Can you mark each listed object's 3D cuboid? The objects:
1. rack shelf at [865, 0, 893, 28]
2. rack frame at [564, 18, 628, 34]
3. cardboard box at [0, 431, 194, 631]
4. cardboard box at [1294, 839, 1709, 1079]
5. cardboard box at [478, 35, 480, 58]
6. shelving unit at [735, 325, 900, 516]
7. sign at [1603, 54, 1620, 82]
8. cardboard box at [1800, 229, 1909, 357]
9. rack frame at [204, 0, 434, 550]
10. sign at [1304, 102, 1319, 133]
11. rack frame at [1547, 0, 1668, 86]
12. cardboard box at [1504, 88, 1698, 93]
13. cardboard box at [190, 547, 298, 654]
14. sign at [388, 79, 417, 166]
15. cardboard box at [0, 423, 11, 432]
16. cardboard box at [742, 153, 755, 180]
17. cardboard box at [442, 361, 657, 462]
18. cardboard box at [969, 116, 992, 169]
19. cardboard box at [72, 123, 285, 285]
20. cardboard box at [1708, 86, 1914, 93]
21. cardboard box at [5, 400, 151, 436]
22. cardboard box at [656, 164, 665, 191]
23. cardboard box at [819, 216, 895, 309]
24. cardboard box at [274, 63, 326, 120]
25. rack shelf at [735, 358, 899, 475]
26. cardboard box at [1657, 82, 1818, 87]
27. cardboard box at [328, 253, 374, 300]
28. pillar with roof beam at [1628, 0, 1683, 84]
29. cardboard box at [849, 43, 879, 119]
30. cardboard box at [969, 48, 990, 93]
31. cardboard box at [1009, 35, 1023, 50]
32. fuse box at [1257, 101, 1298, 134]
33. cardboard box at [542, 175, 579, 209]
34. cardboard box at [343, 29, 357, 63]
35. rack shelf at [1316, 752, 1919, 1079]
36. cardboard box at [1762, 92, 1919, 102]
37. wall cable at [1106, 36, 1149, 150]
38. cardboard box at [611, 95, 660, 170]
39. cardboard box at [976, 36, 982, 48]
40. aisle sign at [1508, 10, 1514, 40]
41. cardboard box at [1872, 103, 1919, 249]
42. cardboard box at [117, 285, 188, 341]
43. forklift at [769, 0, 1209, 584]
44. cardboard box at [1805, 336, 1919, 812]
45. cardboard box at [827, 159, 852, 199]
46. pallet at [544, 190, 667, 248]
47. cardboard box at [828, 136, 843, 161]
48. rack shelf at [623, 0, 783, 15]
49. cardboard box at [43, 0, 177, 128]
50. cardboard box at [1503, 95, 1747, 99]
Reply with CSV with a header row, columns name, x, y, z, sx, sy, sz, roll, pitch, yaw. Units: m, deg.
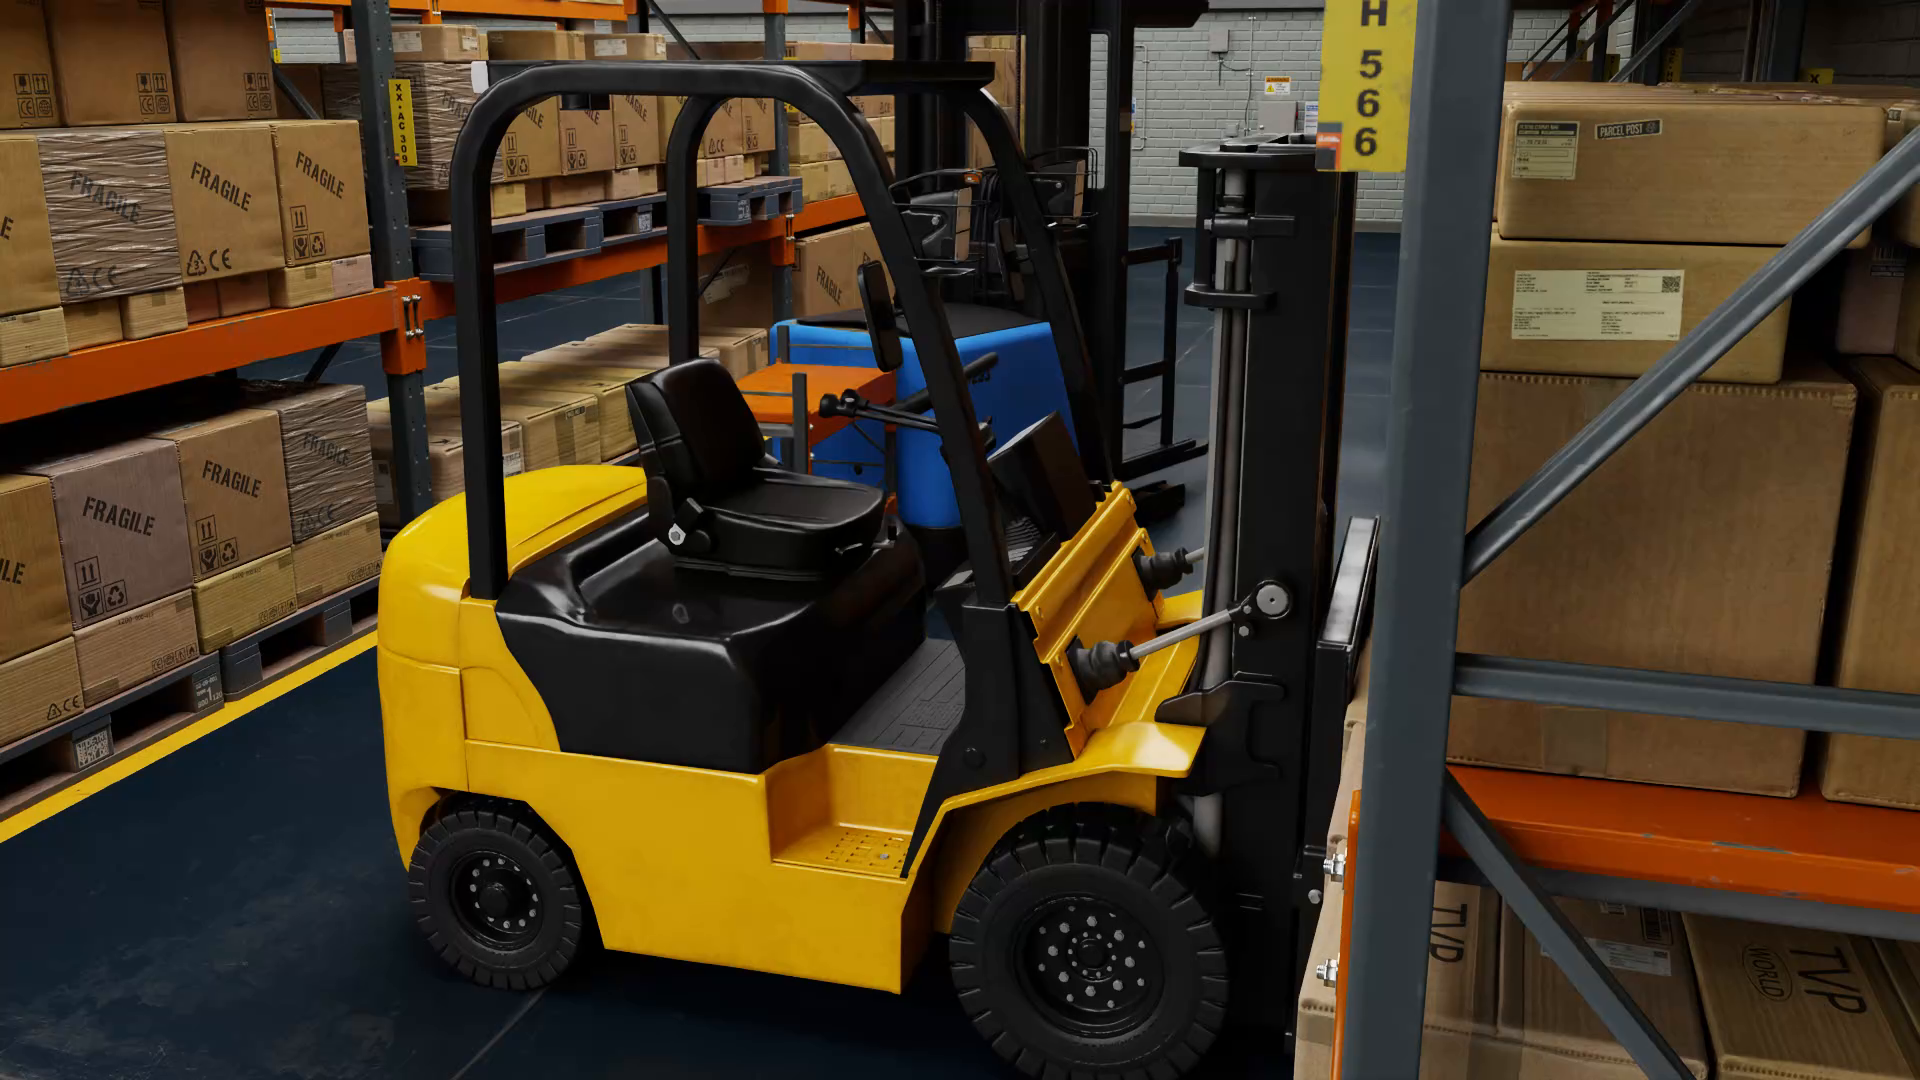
name,x,y,z,sx,sy,sz,roll,pitch,yaw
rack shelf,0.149,-4.960,15.641,1.077,0.370,4.000,5,16,16
rack frame,-4.058,-4.744,19.057,1.000,3.000,0.127,5,16,16
cardboard box,-2.891,-0.044,5.384,0.500,0.500,0.500,6,17,19
cardboard box,0.762,0.679,2.377,0.500,0.250,0.500,5,17,18
cardboard box,-4.833,-4.469,15.526,0.500,0.500,0.500,5,17,17
shelving unit,-0.639,-0.185,6.419,0.538,1.125,1.048,4,16,15
sign,4.873,-3.471,12.447,0.100,0.325,0.005,5,16,16
cardboard box,1.284,-0.315,2.070,0.380,0.149,0.250,5,16,16
rack frame,-2.693,-1.247,6.728,1.000,3.000,0.127,5,16,16
sign,4.802,-5.632,22.364,0.329,0.494,0.001,5,16,16
rack frame,3.204,-1.909,9.064,1.000,3.000,0.127,5,16,16
cardboard box,1.260,-0.832,3.347,0.380,0.149,0.250,5,17,17
cardboard box,-2.745,0.190,5.933,0.500,0.250,0.500,4,16,14
sign,-2.171,-1.623,6.469,0.100,0.325,0.005,5,16,16
cardboard box,-3.431,-0.432,5.562,0.380,0.149,0.250,6,17,19
cardboard box,-1.431,-2.195,9.761,0.380,0.149,0.250,5,17,17
cardboard box,-2.150,-0.693,8.820,0.950,0.372,0.625,5,17,18
cardboard box,-0.035,-3.490,14.455,0.500,0.500,0.500,5,17,18
cardboard box,-2.721,-1.167,5.720,0.500,0.500,0.500,5,17,18
cardboard box,1.871,-0.927,3.682,0.380,0.149,0.250,4,16,15
cardboard box,-3.261,-0.212,5.976,0.500,0.500,0.500,5,17,18
cardboard box,-1.796,-1.931,8.831,0.380,0.149,0.250,5,17,16
cardboard box,-1.023,-1.881,12.086,0.875,0.875,0.875,5,17,17
cardboard box,-2.782,-1.779,7.106,0.500,0.500,0.500,4,16,15
rack shelf,-0.639,-0.466,6.339,0.538,0.278,1.000,4,16,15
cardboard box,2.155,-1.197,4.635,0.380,0.149,0.250,4,16,14
cardboard box,-2.492,-1.018,6.383,0.380,0.149,0.250,4,16,15
pillar with roof beam,1.275,-6.288,13.508,9.100,9.000,0.400,5,16,16
cardboard box,-0.888,-3.197,11.589,0.500,0.500,0.500,5,17,17
cardboard box,-0.052,-3.975,14.330,0.500,0.500,0.500,5,17,16
cardboard box,0.370,-4.641,15.489,0.380,0.149,0.250,5,16,16
fuse box,4.270,-5.042,22.471,0.539,1.711,0.414,5,16,16
cardboard box,-2.033,-1.657,7.865,0.380,0.149,0.250,5,17,17
cardboard box,-2.595,-2.272,7.655,0.380,0.149,0.250,4,16,14
rack shelf,1.498,0.006,3.628,1.077,0.370,4.000,5,16,16
cardboard box,1.534,-0.661,2.747,0.380,0.149,0.250,5,17,18
wall cable,2.297,-6.367,22.861,0.585,1.953,0.123,5,16,16
cardboard box,-1.854,-2.135,8.362,0.500,0.500,0.500,4,16,14
cardboard box,-0.024,-4.312,14.330,0.380,0.149,0.250,5,17,17
aisle sign,5.215,-5.294,16.232,0.394,0.787,0.004,5,16,16
cardboard box,1.230,-0.391,1.794,0.380,0.149,0.250,4,16,15
cardboard box,-2.778,-0.752,5.445,0.380,0.149,0.250,4,16,15
forklift,0.462,-1.559,7.953,1.130,2.935,3.031,12,20,37
cardboard box,1.337,0.027,2.053,0.500,0.500,0.500,5,17,18
cardboard box,-1.047,-2.465,11.299,0.500,0.250,0.500,4,16,14
pallet,-2.080,-1.680,8.607,1.003,0.211,1.213,5,16,16
cardboard box,-1.028,-2.710,11.246,0.500,0.250,0.500,5,17,17
rack shelf,-2.125,-2.867,8.262,1.077,0.370,4.000,5,16,16
cardboard box,-3.192,-1.689,5.726,0.700,0.500,0.500,5,17,16
cardboard box,0.919,-0.567,2.415,0.380,0.149,0.250,5,17,17
